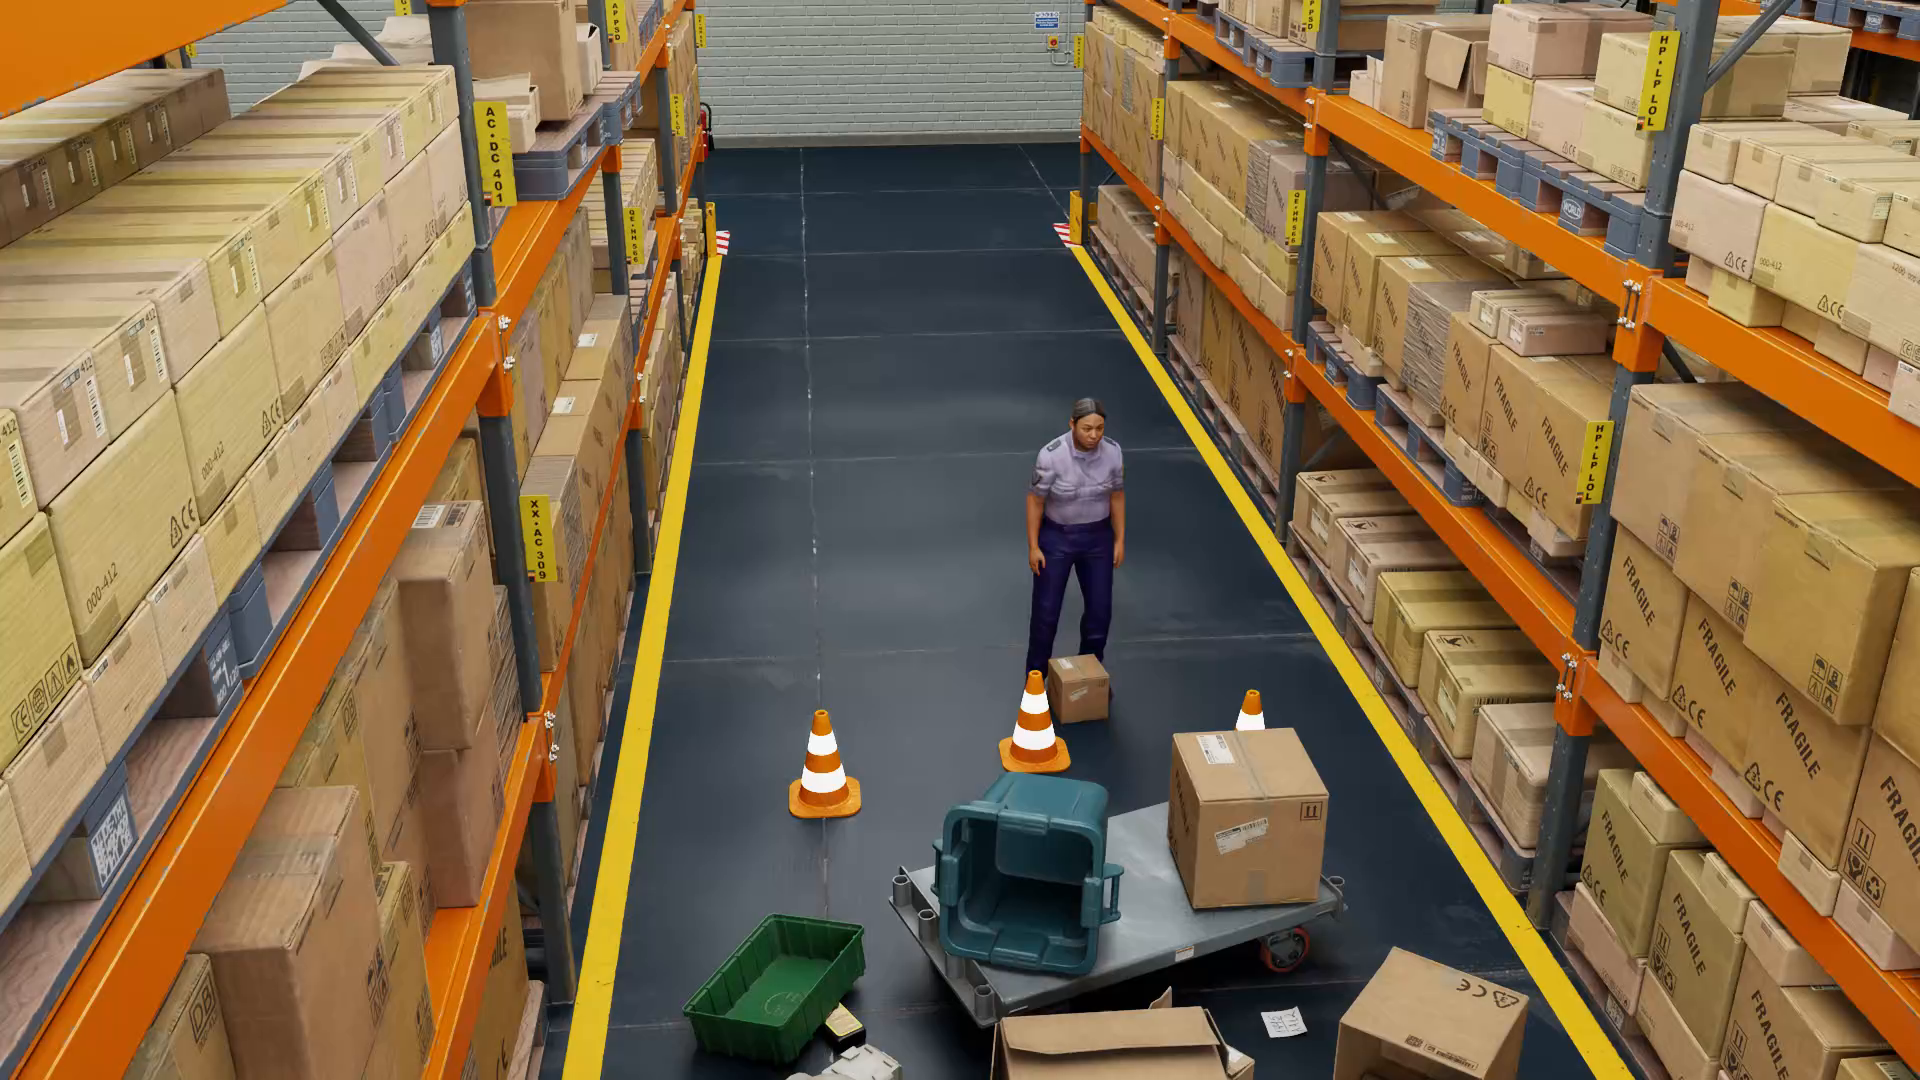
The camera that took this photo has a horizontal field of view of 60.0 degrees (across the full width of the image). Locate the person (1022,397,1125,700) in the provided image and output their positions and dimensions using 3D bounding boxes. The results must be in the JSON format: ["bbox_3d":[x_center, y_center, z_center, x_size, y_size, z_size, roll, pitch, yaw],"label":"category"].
[{"bbox_3d":[0.582,0.035,8.532,0.561,1.651,0.377,-5,24,-12],"label":"person"}]
